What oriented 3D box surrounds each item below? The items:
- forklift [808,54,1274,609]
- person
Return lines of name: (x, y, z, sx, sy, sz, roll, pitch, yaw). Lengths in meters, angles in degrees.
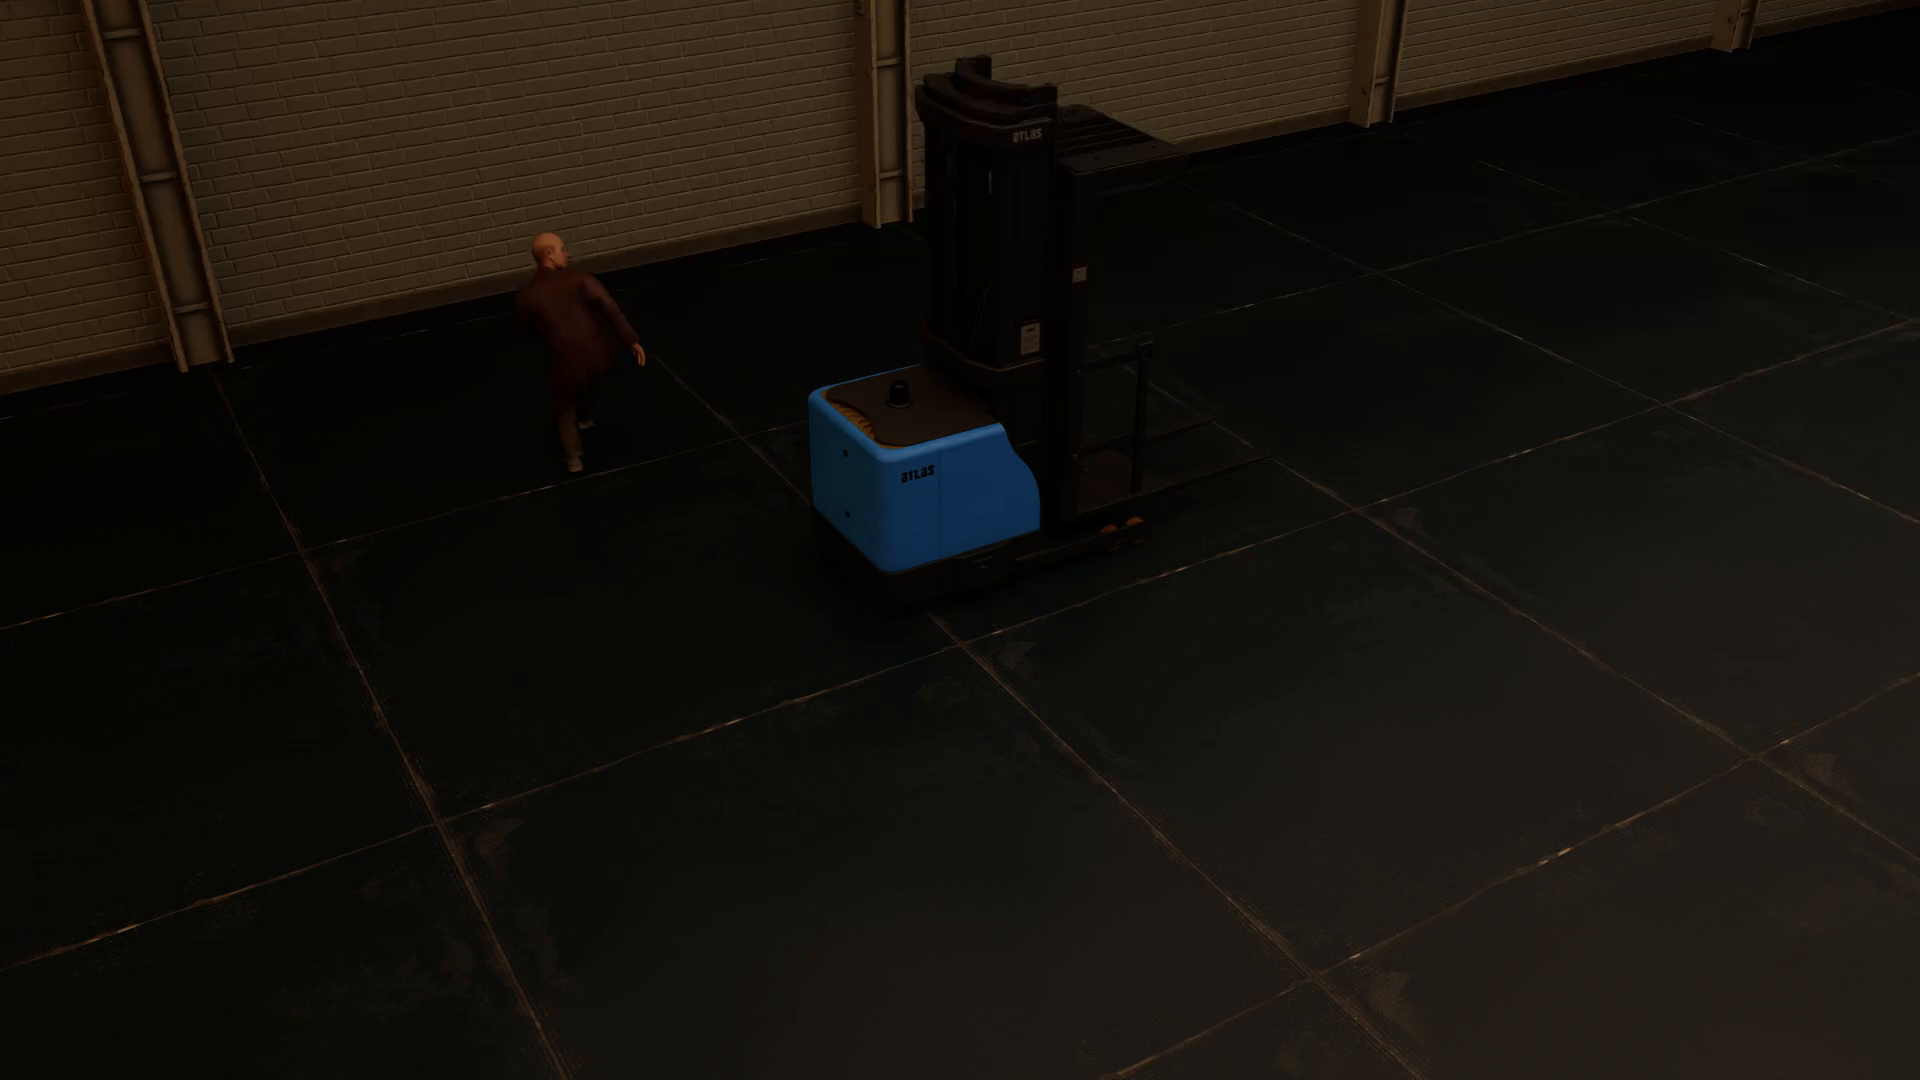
forklift: (0.612, -1.400, 9.986, 3.031, 2.935, 1.130, -17, 35, -26)
person: (-2.546, -1.312, 11.176, 0.806, 1.590, 0.819, -7, 32, -12)
